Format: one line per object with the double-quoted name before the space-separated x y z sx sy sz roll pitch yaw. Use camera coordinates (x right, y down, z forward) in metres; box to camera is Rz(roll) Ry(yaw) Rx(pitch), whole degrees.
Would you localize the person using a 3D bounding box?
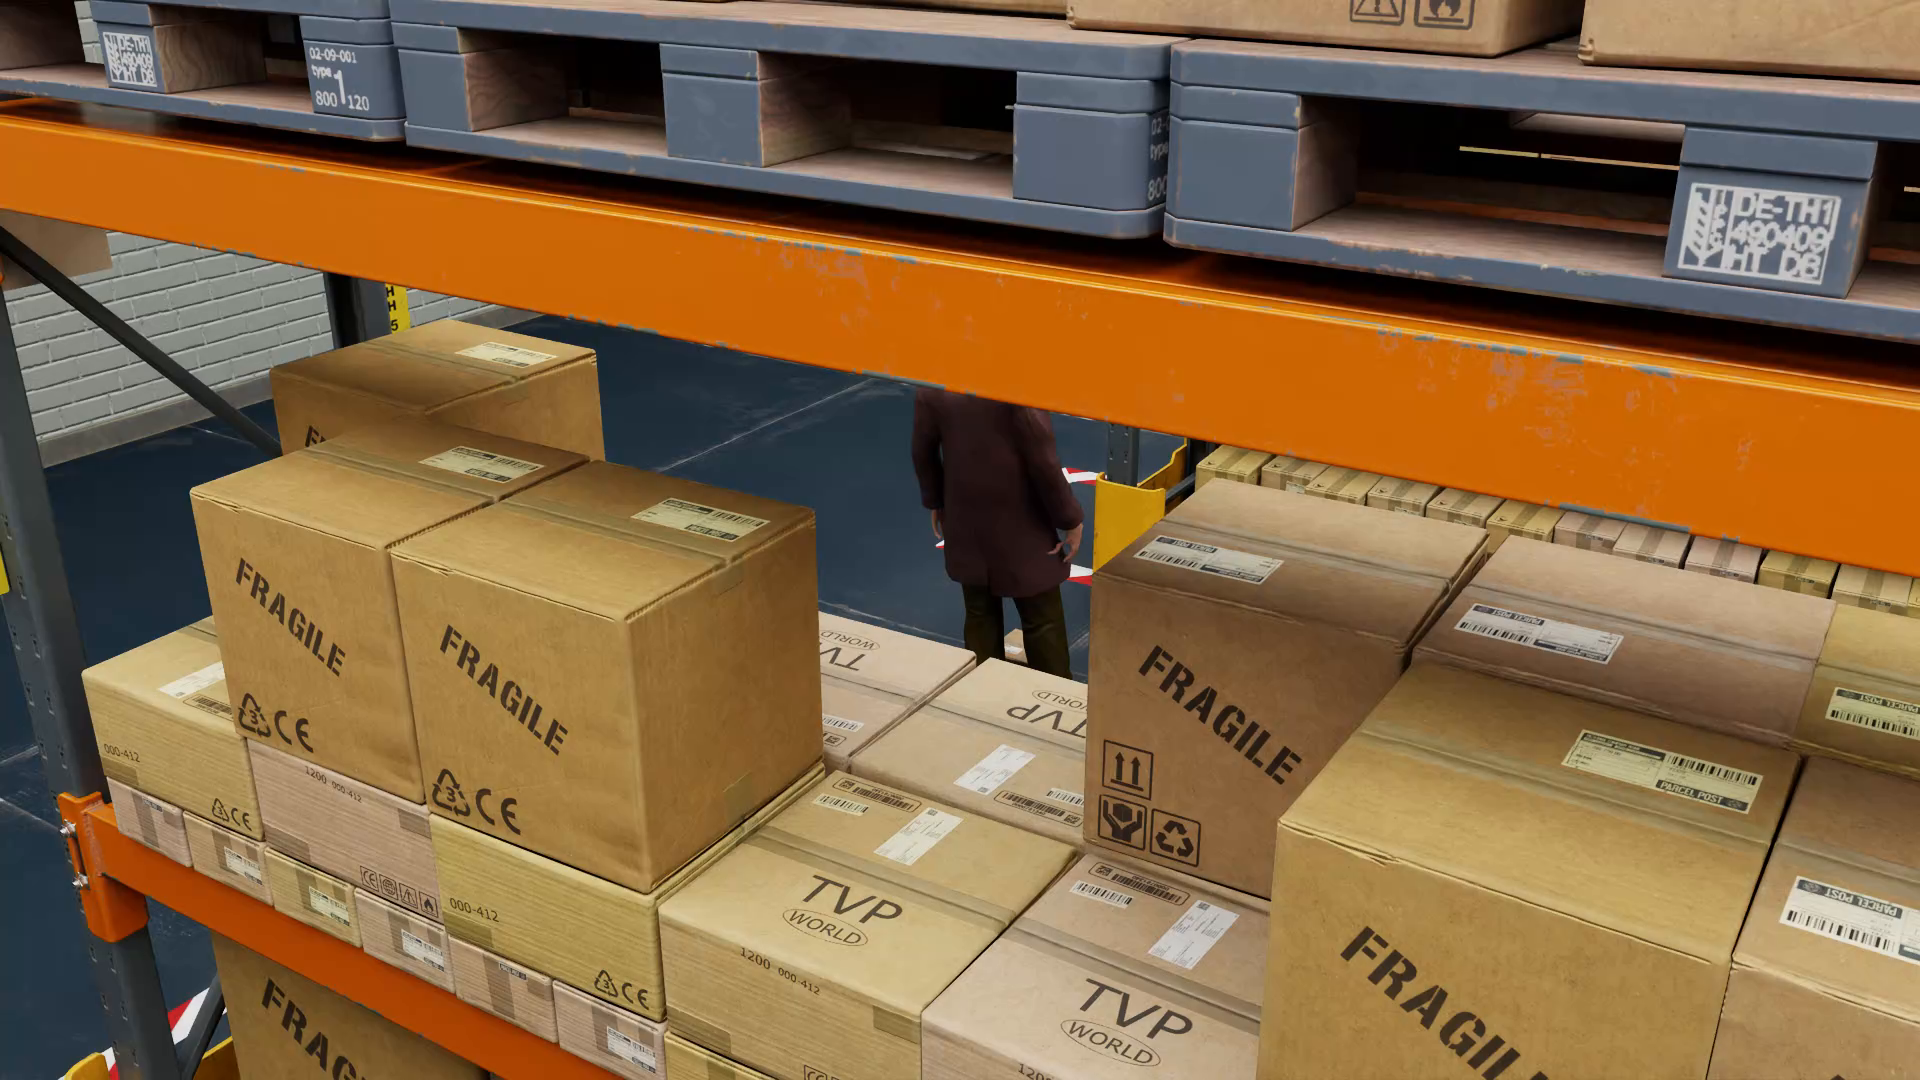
"person" 0.190 -0.096 6.319 0.694 1.775 0.582 14 26 29
